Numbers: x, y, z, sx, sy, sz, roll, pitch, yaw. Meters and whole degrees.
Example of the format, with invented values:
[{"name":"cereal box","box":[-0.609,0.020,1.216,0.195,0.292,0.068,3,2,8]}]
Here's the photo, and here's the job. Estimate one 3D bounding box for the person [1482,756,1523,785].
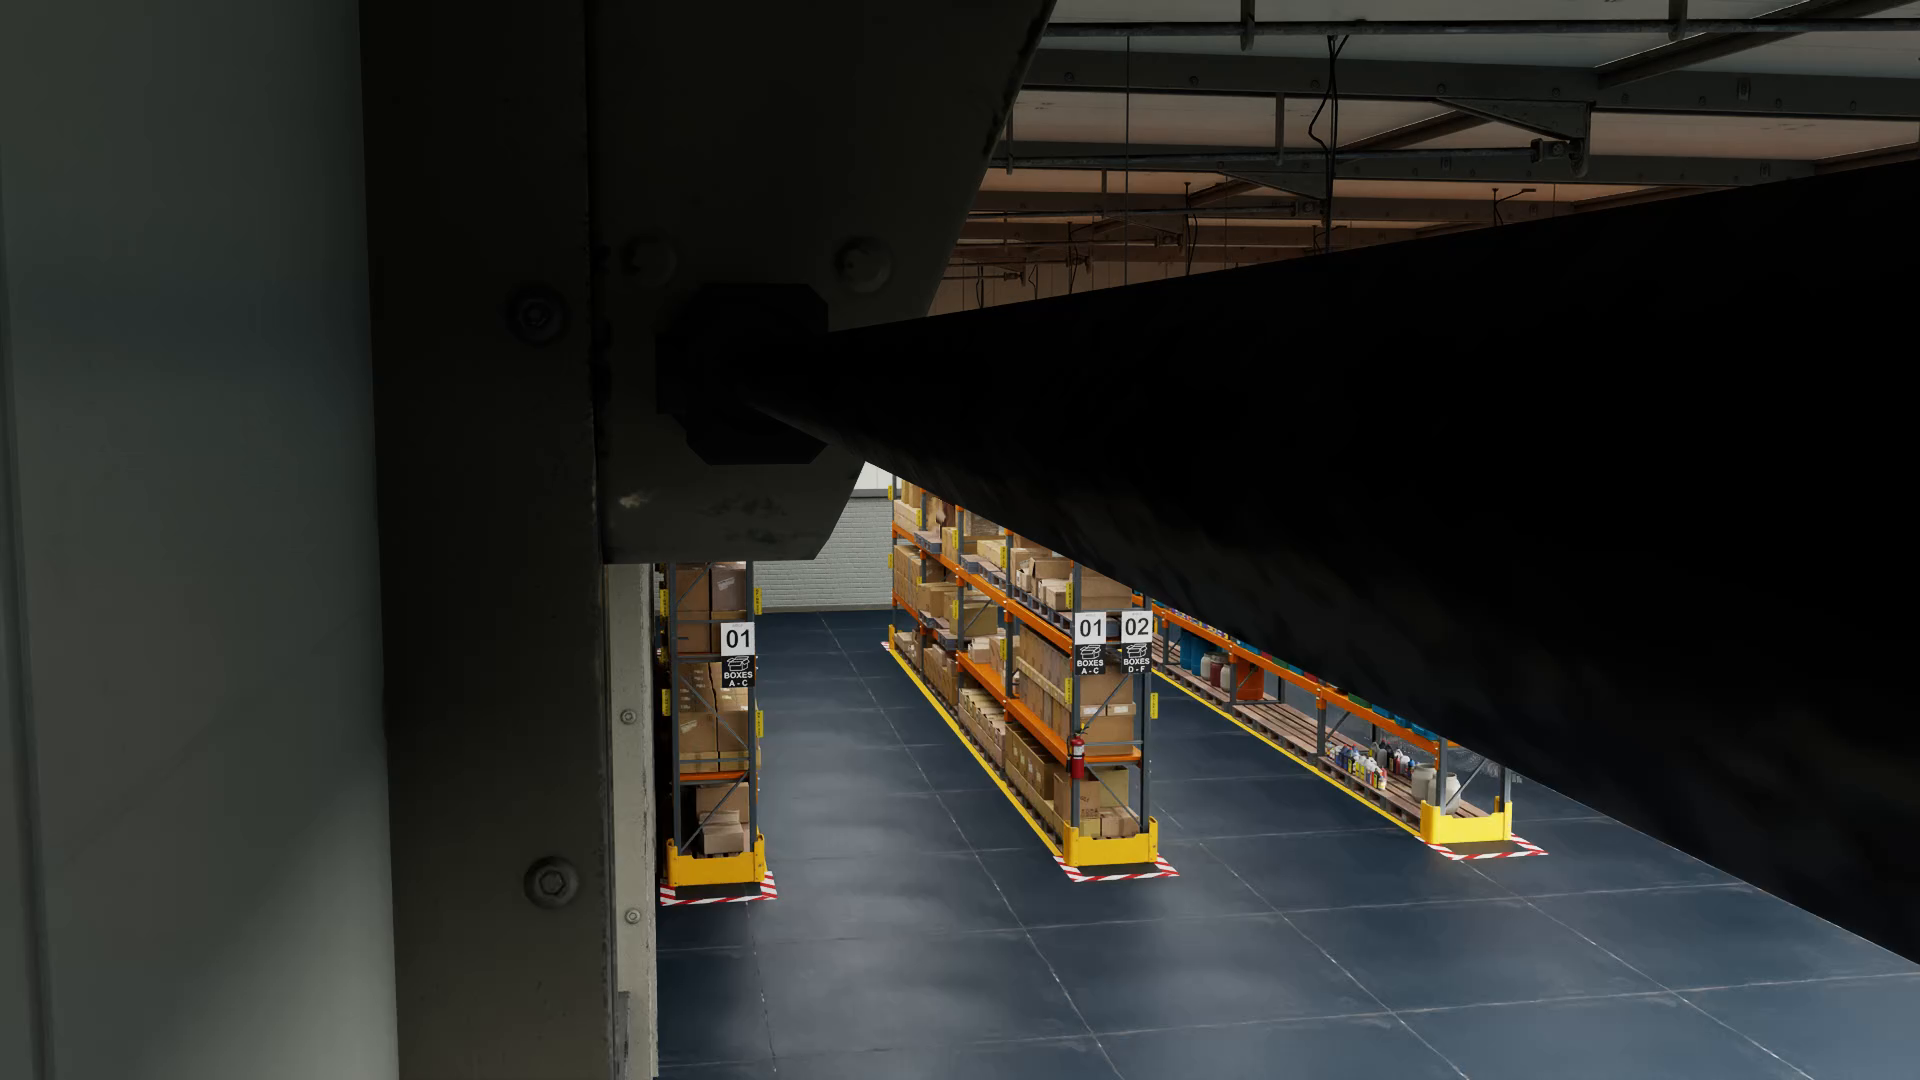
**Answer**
[{"name":"person","box":[8.246,2.826,25.252,0.495,1.616,1.003,-3,7,-27]}]
